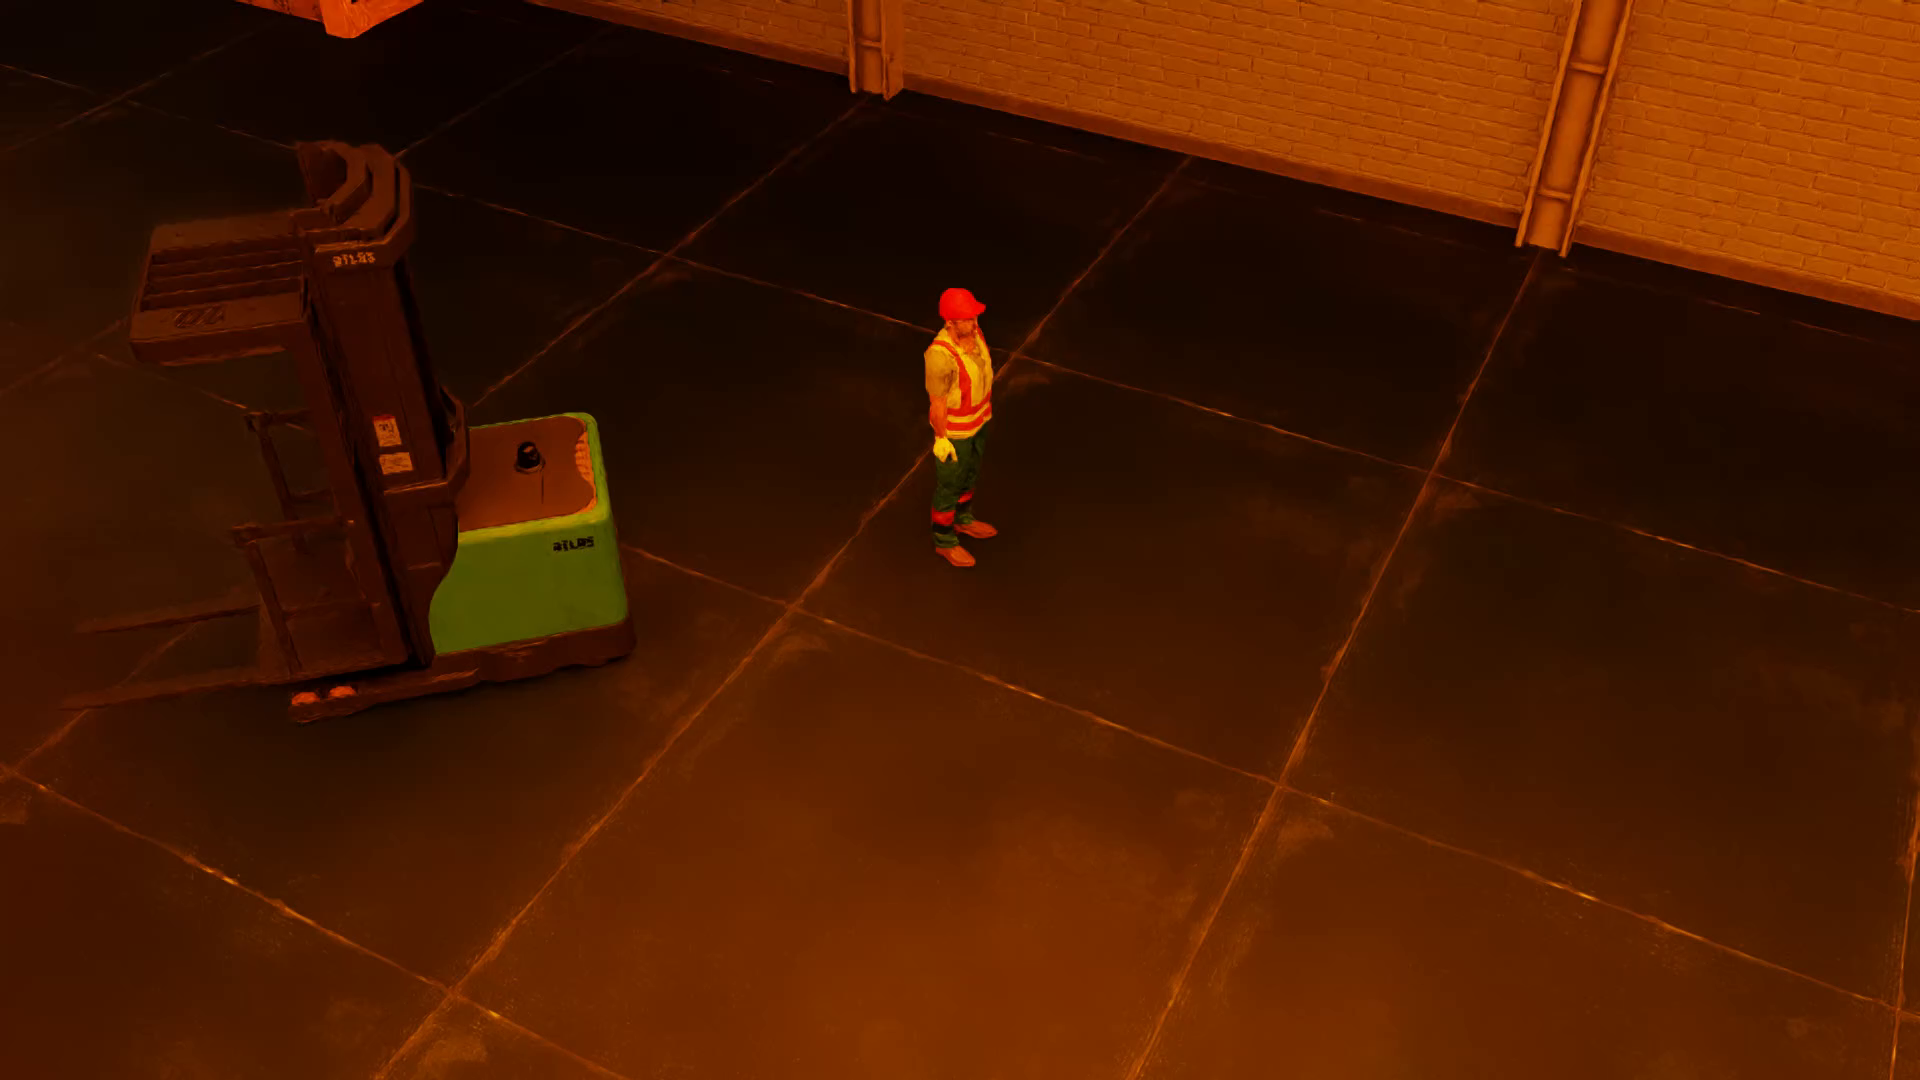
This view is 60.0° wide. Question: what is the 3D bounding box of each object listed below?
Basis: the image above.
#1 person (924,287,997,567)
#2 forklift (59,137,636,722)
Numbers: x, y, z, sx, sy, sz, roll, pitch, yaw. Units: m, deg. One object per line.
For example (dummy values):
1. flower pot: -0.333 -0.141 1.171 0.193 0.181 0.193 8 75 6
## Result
1. person: 0.019 -0.680 9.678 0.349 1.795 0.540 18 43 21
2. forklift: -3.417 -0.507 8.588 3.031 2.935 1.130 -10 41 -11
